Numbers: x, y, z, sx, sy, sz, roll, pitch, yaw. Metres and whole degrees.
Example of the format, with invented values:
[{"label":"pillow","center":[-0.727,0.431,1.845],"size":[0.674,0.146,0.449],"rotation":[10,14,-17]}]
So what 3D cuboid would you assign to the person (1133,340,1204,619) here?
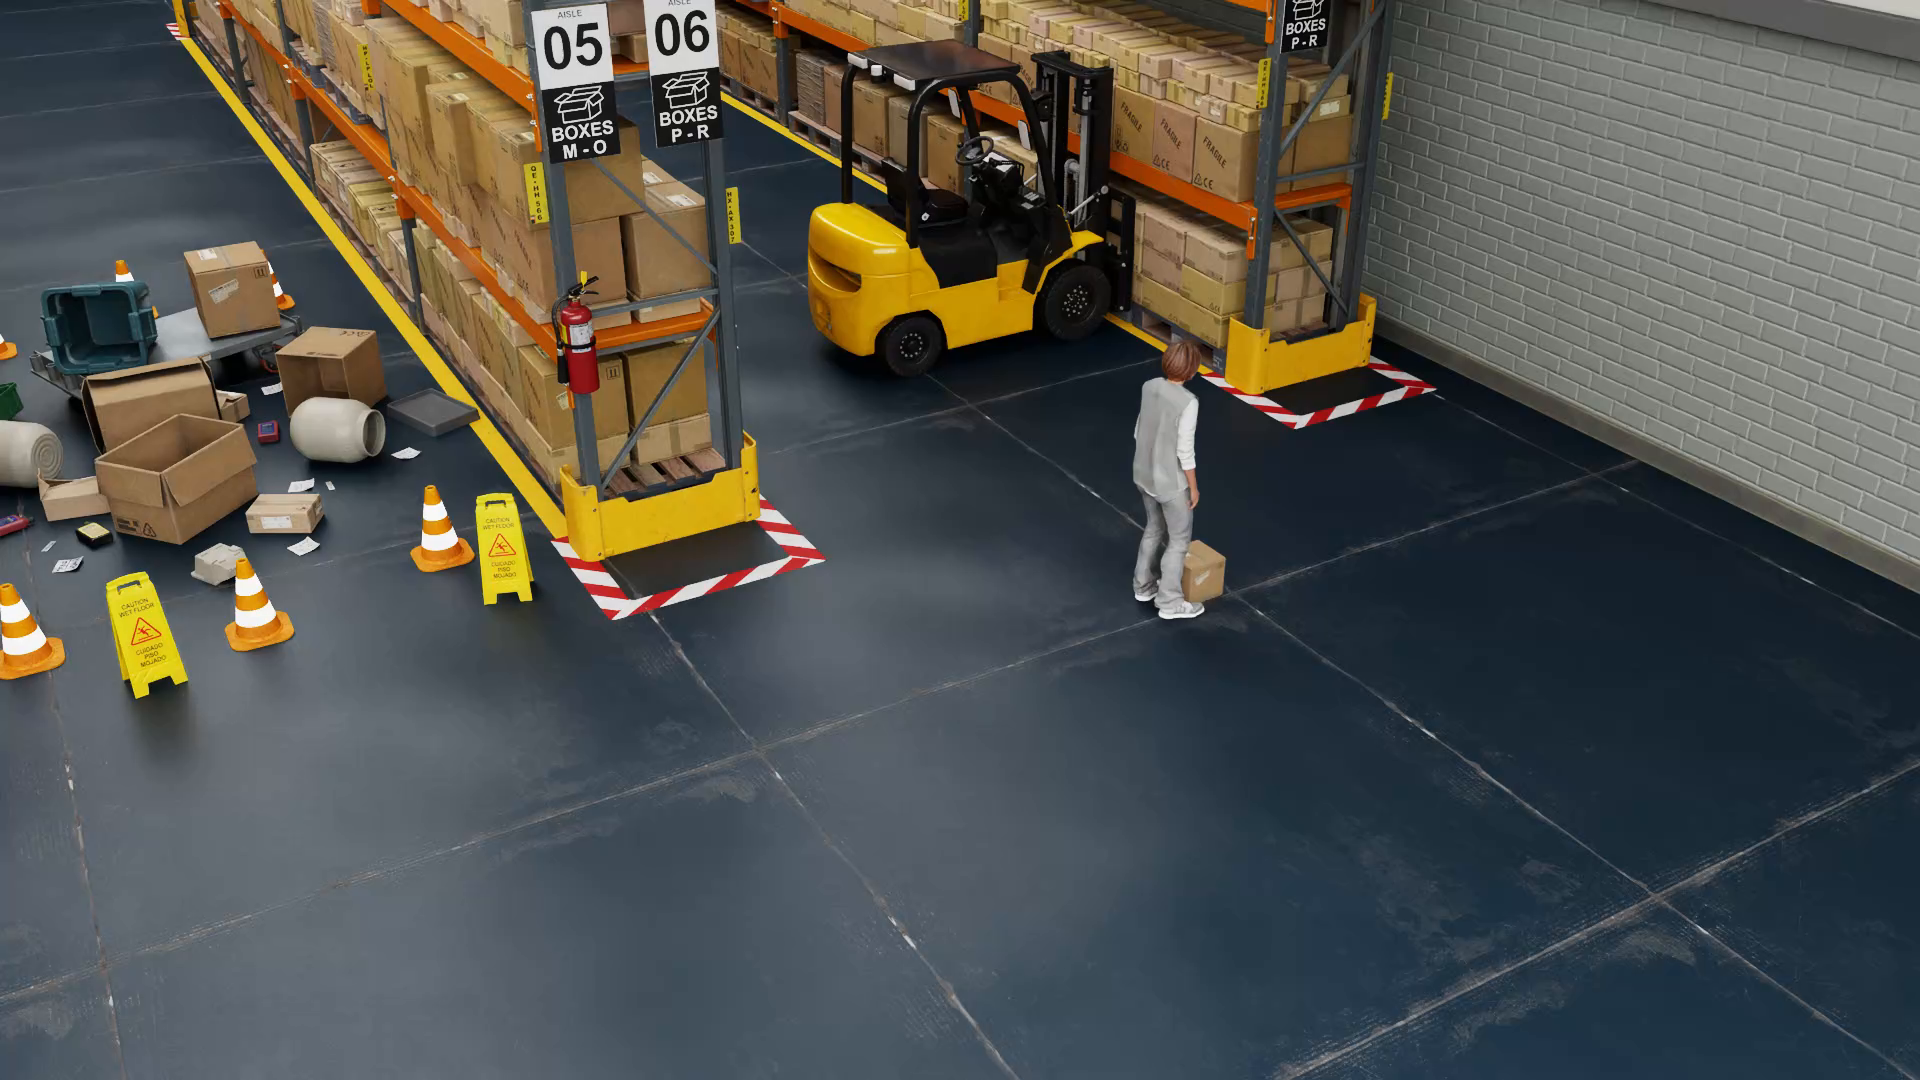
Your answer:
[{"label":"person","center":[1.139,-0.329,9.145],"size":[0.346,1.592,0.474],"rotation":[-18,34,-29]}]
